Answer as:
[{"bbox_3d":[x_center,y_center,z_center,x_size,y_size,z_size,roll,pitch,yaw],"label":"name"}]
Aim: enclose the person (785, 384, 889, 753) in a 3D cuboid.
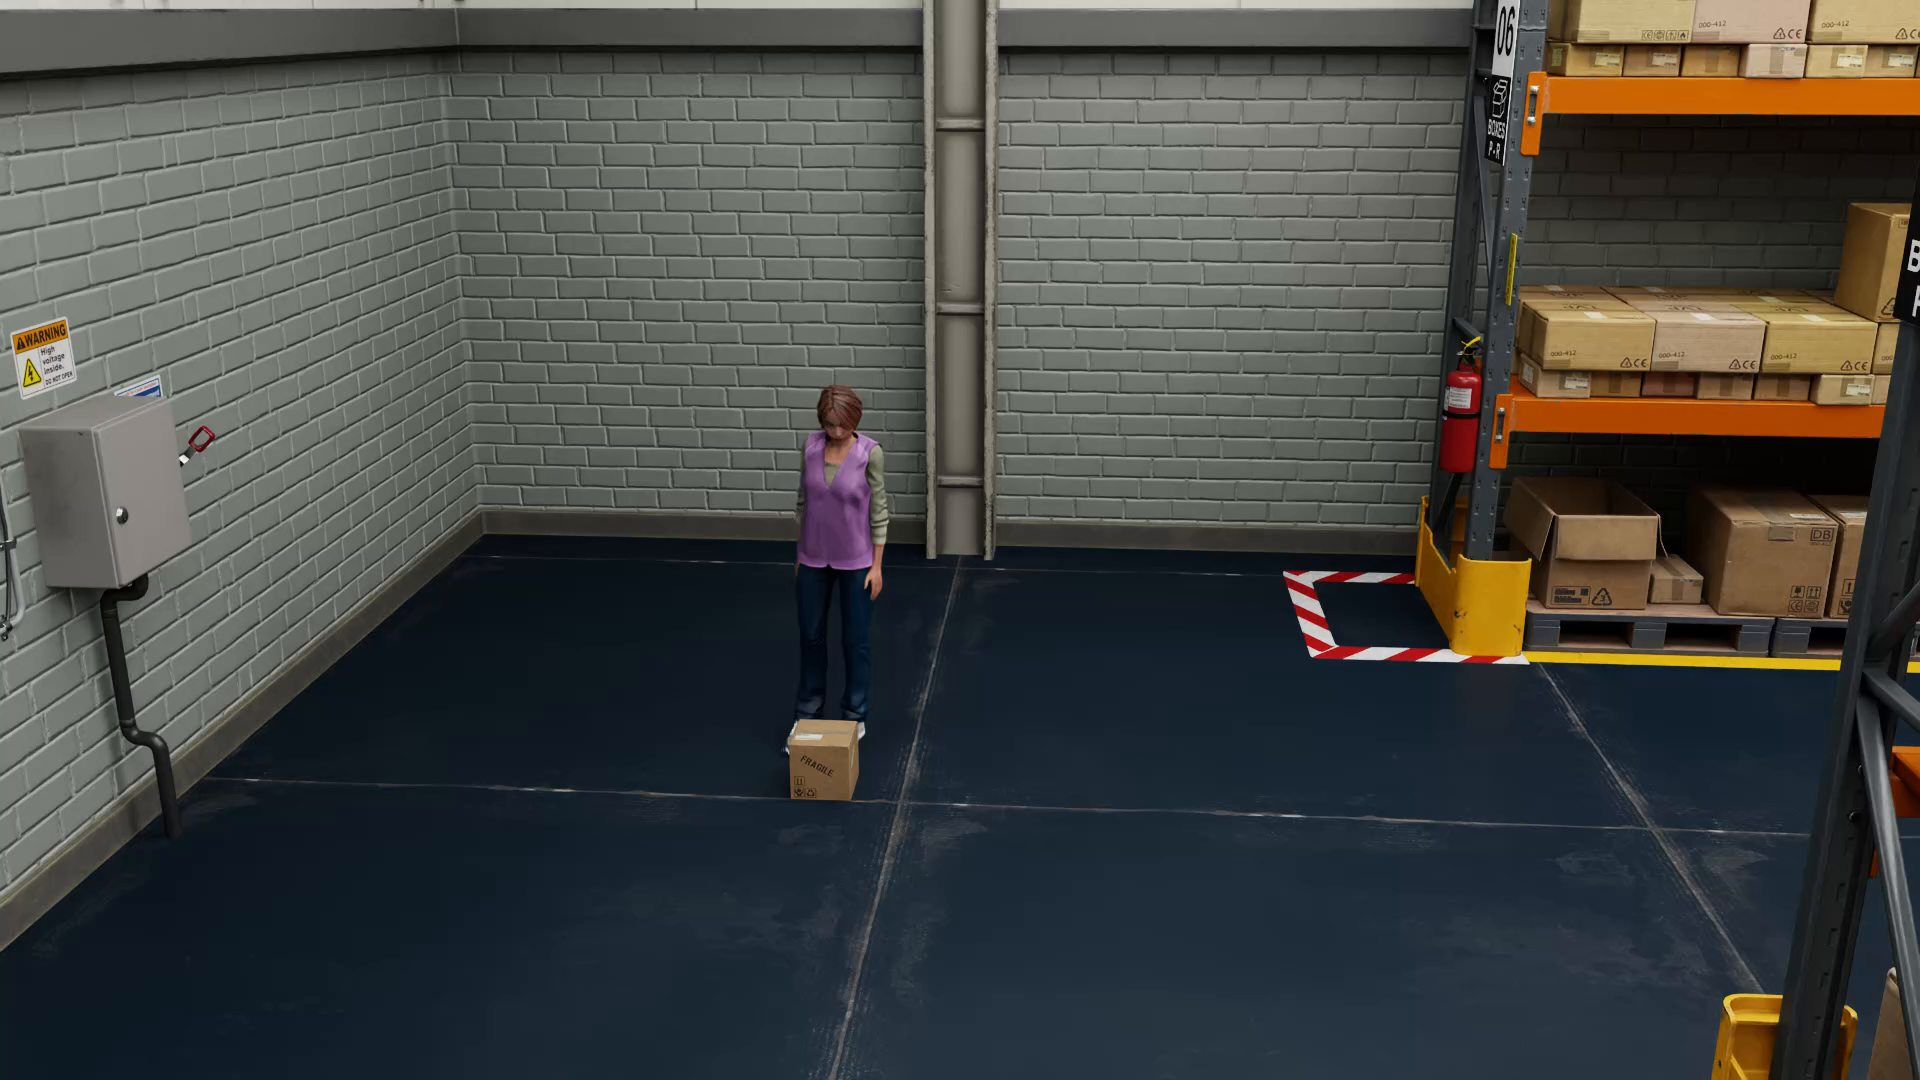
[{"bbox_3d":[-0.529,0.134,7.119,0.433,1.593,0.394,4,18,12],"label":"person"}]
